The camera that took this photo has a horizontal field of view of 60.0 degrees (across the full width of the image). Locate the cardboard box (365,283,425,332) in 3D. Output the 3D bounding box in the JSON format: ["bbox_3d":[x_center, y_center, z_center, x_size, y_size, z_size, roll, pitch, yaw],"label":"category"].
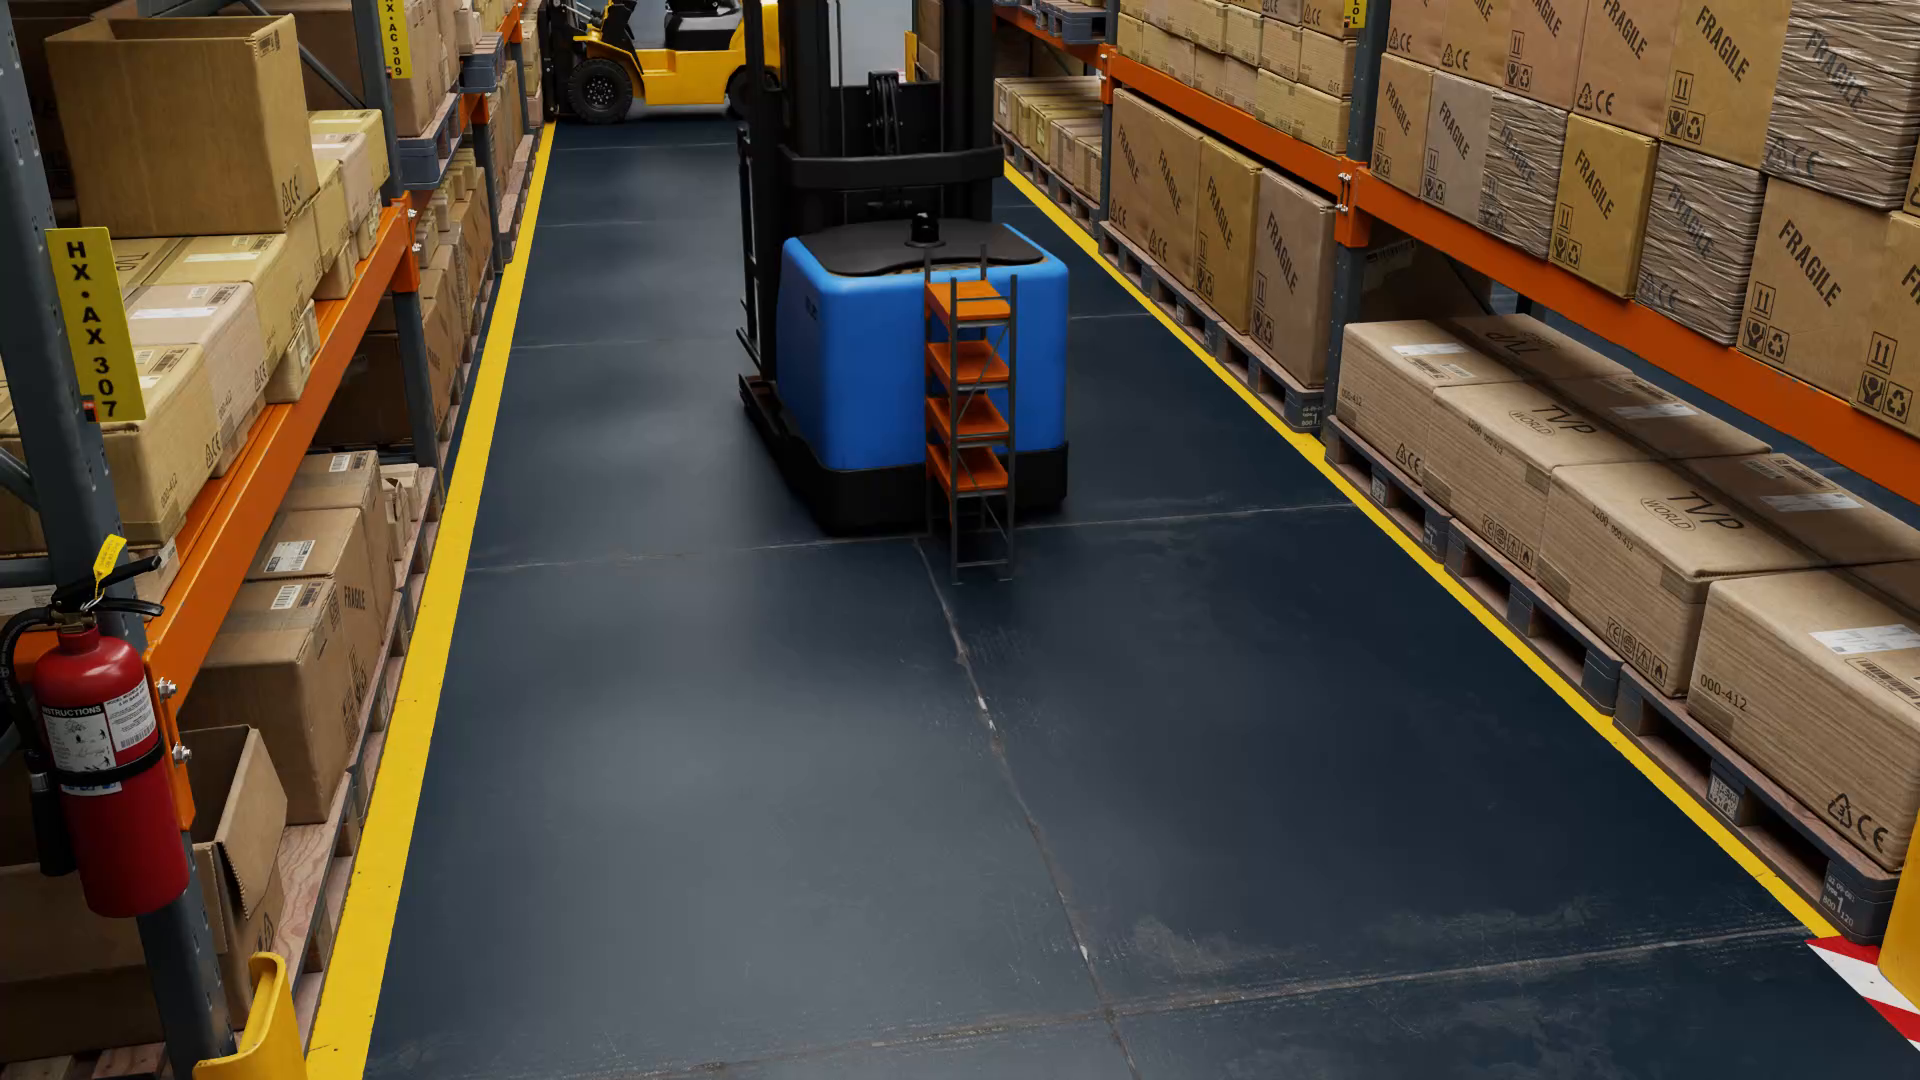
[{"bbox_3d":[-2.491,-0.989,7.055,0.380,0.149,0.250,-3,24,-7],"label":"cardboard box"}]

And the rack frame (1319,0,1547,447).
[{"bbox_3d":[2.191,-1.853,7.245,1.000,3.000,0.127,-4,24,-10],"label":"rack frame"}]

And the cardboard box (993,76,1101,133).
[{"bbox_3d":[0.811,-3.782,14.420,0.950,0.372,0.625,-4,24,-9],"label":"cardboard box"}]

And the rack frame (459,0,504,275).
[{"bbox_3d":[-3.426,-3.057,10.003,1.000,3.000,0.127,-4,24,-10],"label":"rack frame"}]

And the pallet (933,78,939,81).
[{"bbox_3d":[0.324,-4.464,16.708,1.003,0.211,1.213,-4,24,-10],"label":"pallet"}]

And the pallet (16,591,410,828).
[{"bbox_3d":[-2.331,0.545,5.239,1.003,0.211,1.213,-4,24,-10],"label":"pallet"}]

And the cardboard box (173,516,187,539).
[{"bbox_3d":[-1.830,-0.042,3.412,0.380,0.149,0.250,-4,24,-8],"label":"cardboard box"}]

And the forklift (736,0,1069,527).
[{"bbox_3d":[-0.462,-1.960,7.575,1.130,2.935,3.031,-7,25,-15],"label":"forklift"}]

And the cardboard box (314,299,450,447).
[{"bbox_3d":[-2.555,-0.738,7.290,0.500,0.500,0.500,-3,24,-7],"label":"cardboard box"}]

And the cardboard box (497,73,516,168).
[{"bbox_3d":[-3.922,-3.225,12.828,0.875,0.625,0.625,-5,24,-10],"label":"cardboard box"}]

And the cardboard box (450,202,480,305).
[{"bbox_3d":[-2.955,-1.551,9.151,0.500,0.500,0.500,-3,24,-7],"label":"cardboard box"}]

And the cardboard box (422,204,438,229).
[{"bbox_3d":[-2.873,-1.602,8.458,0.380,0.149,0.250,-4,24,-10],"label":"cardboard box"}]

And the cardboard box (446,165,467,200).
[{"bbox_3d":[-3.000,-2.014,9.402,0.380,0.149,0.250,-5,24,-12],"label":"cardboard box"}]

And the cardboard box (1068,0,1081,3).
[{"bbox_3d":[0.948,-3.811,11.517,0.380,0.149,0.250,-5,24,-10],"label":"cardboard box"}]

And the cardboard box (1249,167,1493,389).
[{"bbox_3d":[1.998,-1.310,8.131,0.875,0.875,0.875,-4,24,-8],"label":"cardboard box"}]

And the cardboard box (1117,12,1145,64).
[{"bbox_3d":[1.295,-3.146,10.394,0.500,0.250,0.500,-5,24,-11],"label":"cardboard box"}]

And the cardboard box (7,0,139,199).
[{"bbox_3d":[-2.672,-1.290,4.834,0.500,0.500,0.500,-5,24,-11],"label":"cardboard box"}]

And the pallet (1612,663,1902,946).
[{"bbox_3d":[2.706,0.690,4.907,1.003,0.211,1.213,-4,24,-10],"label":"pallet"}]

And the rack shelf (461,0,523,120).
[{"bbox_3d":[-3.796,-3.514,11.948,1.077,0.370,4.000,-4,24,-10],"label":"rack shelf"}]

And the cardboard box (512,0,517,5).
[{"bbox_3d":[-3.815,-4.383,13.226,0.500,0.250,0.500,-4,24,-9],"label":"cardboard box"}]

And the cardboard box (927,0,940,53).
[{"bbox_3d":[-0.045,-5.297,17.103,0.500,0.500,0.500,-5,24,-12],"label":"cardboard box"}]

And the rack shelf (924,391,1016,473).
[{"bbox_3d":[0.034,-0.419,6.378,0.258,0.148,0.480,-5,24,-11],"label":"rack shelf"}]

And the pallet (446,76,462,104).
[{"bbox_3d":[-3.062,-2.205,8.290,1.003,0.211,1.213,-4,24,-10],"label":"pallet"}]

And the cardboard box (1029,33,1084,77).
[{"bbox_3d":[0.868,-4.528,15.343,0.500,0.500,0.500,-3,24,-7],"label":"cardboard box"}]

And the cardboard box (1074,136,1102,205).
[{"bbox_3d":[1.357,-2.637,11.800,0.950,0.372,0.625,-6,24,-13],"label":"cardboard box"}]

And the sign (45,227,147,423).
[{"bbox_3d":[-1.413,-0.348,2.717,0.100,0.325,0.005,-4,24,-10],"label":"sign"}]

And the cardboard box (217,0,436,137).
[{"bbox_3d":[-2.556,-1.929,6.770,0.700,0.500,0.500,-4,24,-8],"label":"cardboard box"}]

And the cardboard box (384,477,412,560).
[{"bbox_3d":[-2.229,-0.086,6.090,0.396,0.266,0.258,-3,24,-8],"label":"cardboard box"}]

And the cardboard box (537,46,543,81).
[{"bbox_3d":[-4.128,-4.402,15.367,0.500,0.250,0.500,-5,24,-10],"label":"cardboard box"}]

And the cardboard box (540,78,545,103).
[{"bbox_3d":[-4.149,-4.177,15.478,0.500,0.250,0.500,-4,24,-9],"label":"cardboard box"}]

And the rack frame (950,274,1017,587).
[{"bbox_3d":[0.084,-0.385,6.132,0.240,1.200,0.015,-5,24,-11],"label":"rack frame"}]

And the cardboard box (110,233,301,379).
[{"bbox_3d":[-1.956,-0.574,4.133,0.500,0.250,0.500,-5,24,-11],"label":"cardboard box"}]

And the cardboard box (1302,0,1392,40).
[{"bbox_3d":[1.862,-2.514,7.384,0.500,0.500,0.500,-4,24,-8],"label":"cardboard box"}]

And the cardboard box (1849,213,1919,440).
[{"bbox_3d":[2.581,-0.496,4.012,0.500,0.500,0.500,-4,24,-9],"label":"cardboard box"}]

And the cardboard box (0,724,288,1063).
[{"bbox_3d":[-1.967,0.793,3.780,0.797,0.503,0.637,-5,24,-12],"label":"cardboard box"}]

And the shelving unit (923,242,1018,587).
[{"bbox_3d":[0.034,-0.481,6.351,0.258,1.200,0.503,-5,24,-11],"label":"shelving unit"}]

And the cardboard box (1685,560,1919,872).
[{"bbox_3d":[2.710,0.450,4.649,0.875,0.438,0.875,-5,24,-12],"label":"cardboard box"}]

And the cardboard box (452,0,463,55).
[{"bbox_3d":[-2.942,-2.669,8.459,0.797,0.503,0.637,-5,24,-11],"label":"cardboard box"}]

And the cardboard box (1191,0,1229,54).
[{"bbox_3d":[1.558,-2.768,8.903,0.500,0.250,0.500,-4,24,-9],"label":"cardboard box"}]

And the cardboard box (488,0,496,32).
[{"bbox_3d":[-3.458,-3.582,11.390,0.500,0.250,0.500,-5,24,-11],"label":"cardboard box"}]

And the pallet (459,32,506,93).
[{"bbox_3d":[-3.232,-2.708,9.443,1.213,0.211,1.003,-4,24,-10],"label":"pallet"}]

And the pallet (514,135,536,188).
[{"bbox_3d":[-3.991,-3.066,13.506,1.003,0.211,1.213,-4,24,-10],"label":"pallet"}]

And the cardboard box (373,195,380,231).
[{"bbox_3d":[-2.310,-1.161,5.975,0.380,0.149,0.250,-4,24,-8],"label":"cardboard box"}]

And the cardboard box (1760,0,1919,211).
[{"bbox_3d":[2.482,-1.159,4.282,0.500,0.500,0.500,-4,24,-10],"label":"cardboard box"}]

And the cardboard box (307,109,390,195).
[{"bbox_3d":[-2.353,-1.369,5.953,0.500,0.250,0.500,-4,24,-8],"label":"cardboard box"}]

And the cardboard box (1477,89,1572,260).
[{"bbox_3d":[2.195,-1.300,5.855,0.500,0.500,0.500,-4,24,-9],"label":"cardboard box"}]

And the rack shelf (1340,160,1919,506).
[{"bbox_3d":[2.561,-0.737,5.588,1.077,0.370,4.000,-4,24,-10],"label":"rack shelf"}]

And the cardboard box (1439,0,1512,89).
[{"bbox_3d":[2.128,-1.953,6.099,0.500,0.500,0.500,-5,24,-10],"label":"cardboard box"}]

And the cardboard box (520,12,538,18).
[{"bbox_3d":[-4.224,-4.839,15.743,0.500,0.250,0.500,-5,24,-11],"label":"cardboard box"}]

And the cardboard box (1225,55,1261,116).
[{"bbox_3d":[1.693,-2.342,8.553,0.500,0.250,0.500,-5,24,-11],"label":"cardboard box"}]

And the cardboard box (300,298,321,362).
[{"bbox_3d":[-1.996,-0.558,4.593,0.380,0.149,0.250,-4,24,-9],"label":"cardboard box"}]

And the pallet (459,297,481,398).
[{"bbox_3d":[-3.103,-1.004,8.786,1.003,0.211,1.213,-4,24,-10],"label":"pallet"}]
